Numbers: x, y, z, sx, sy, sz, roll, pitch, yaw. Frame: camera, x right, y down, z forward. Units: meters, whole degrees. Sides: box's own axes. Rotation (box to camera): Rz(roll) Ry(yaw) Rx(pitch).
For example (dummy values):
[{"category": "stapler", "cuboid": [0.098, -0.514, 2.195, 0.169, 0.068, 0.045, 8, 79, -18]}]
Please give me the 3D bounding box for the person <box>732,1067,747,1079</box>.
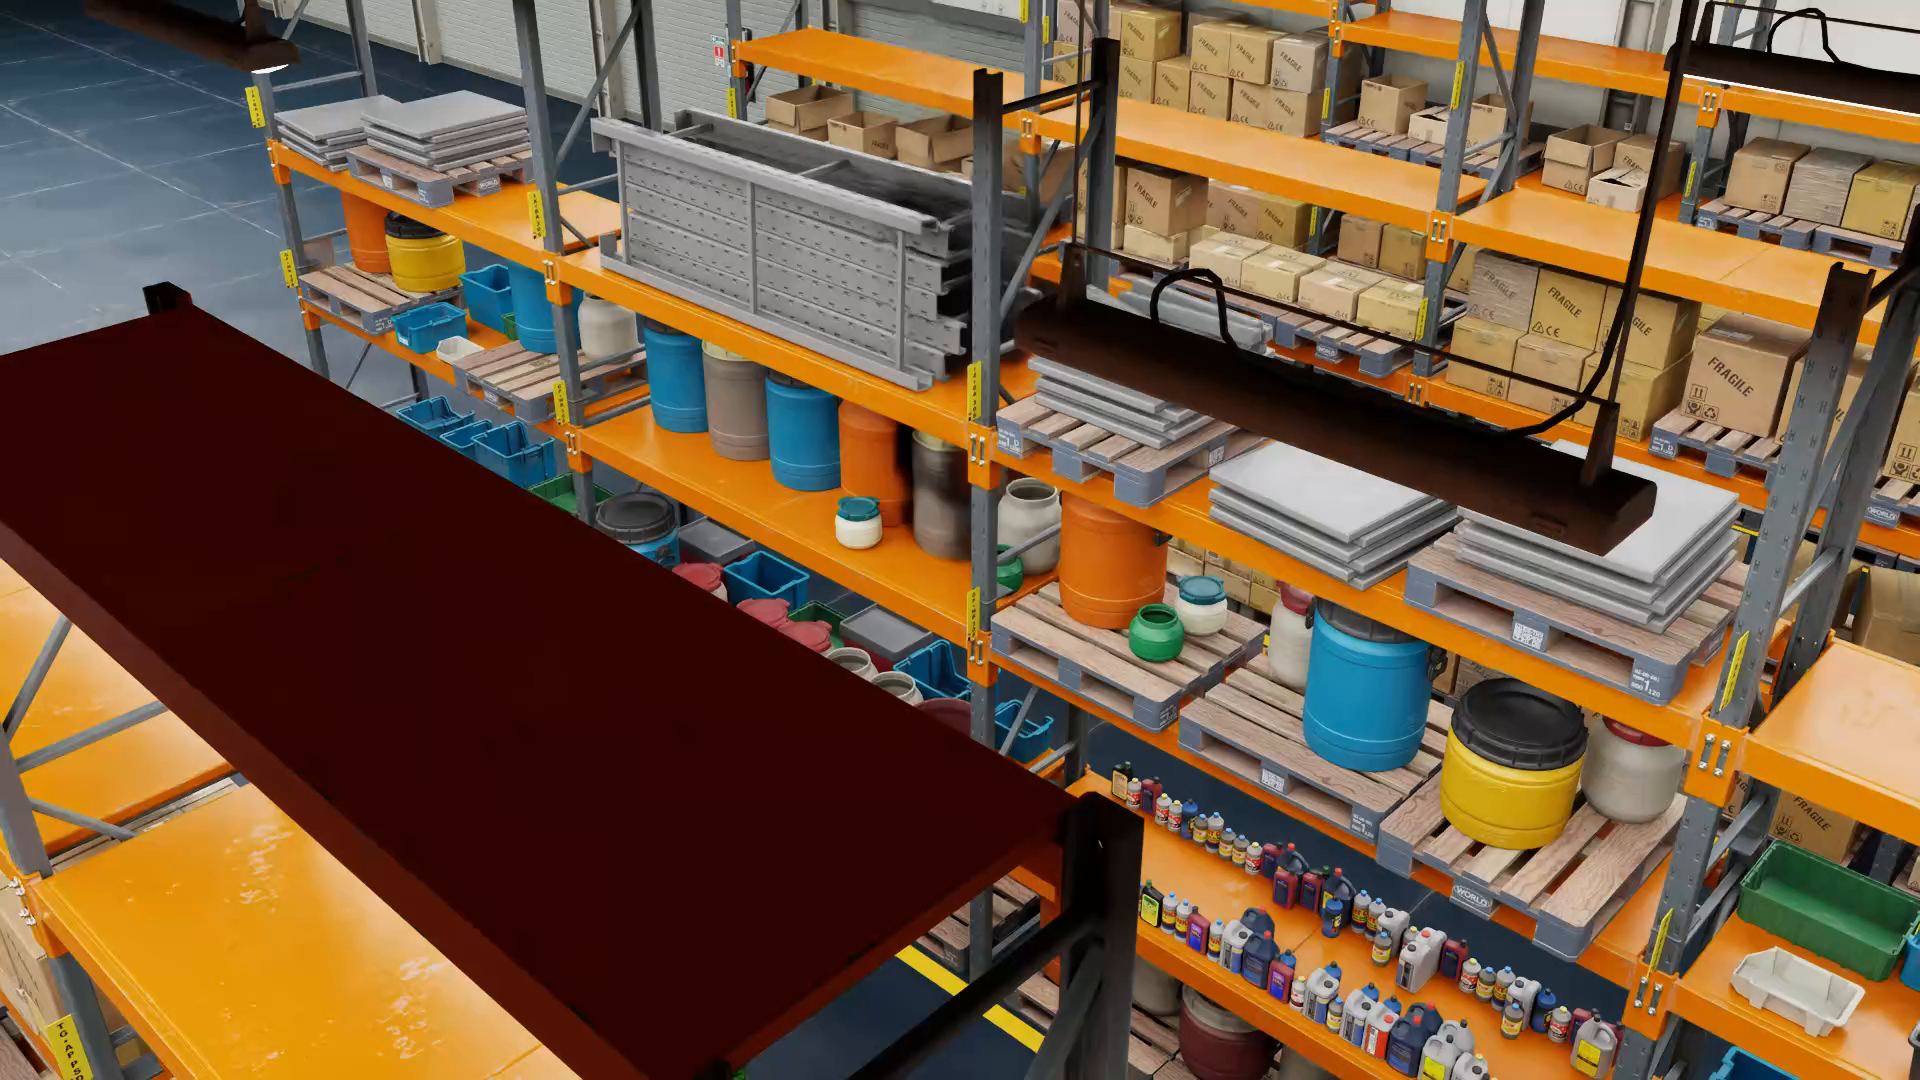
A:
[{"category": "person", "cuboid": [-1.584, 2.407, 9.594, 0.800, 1.869, 0.645, 15, 33, 25]}]
